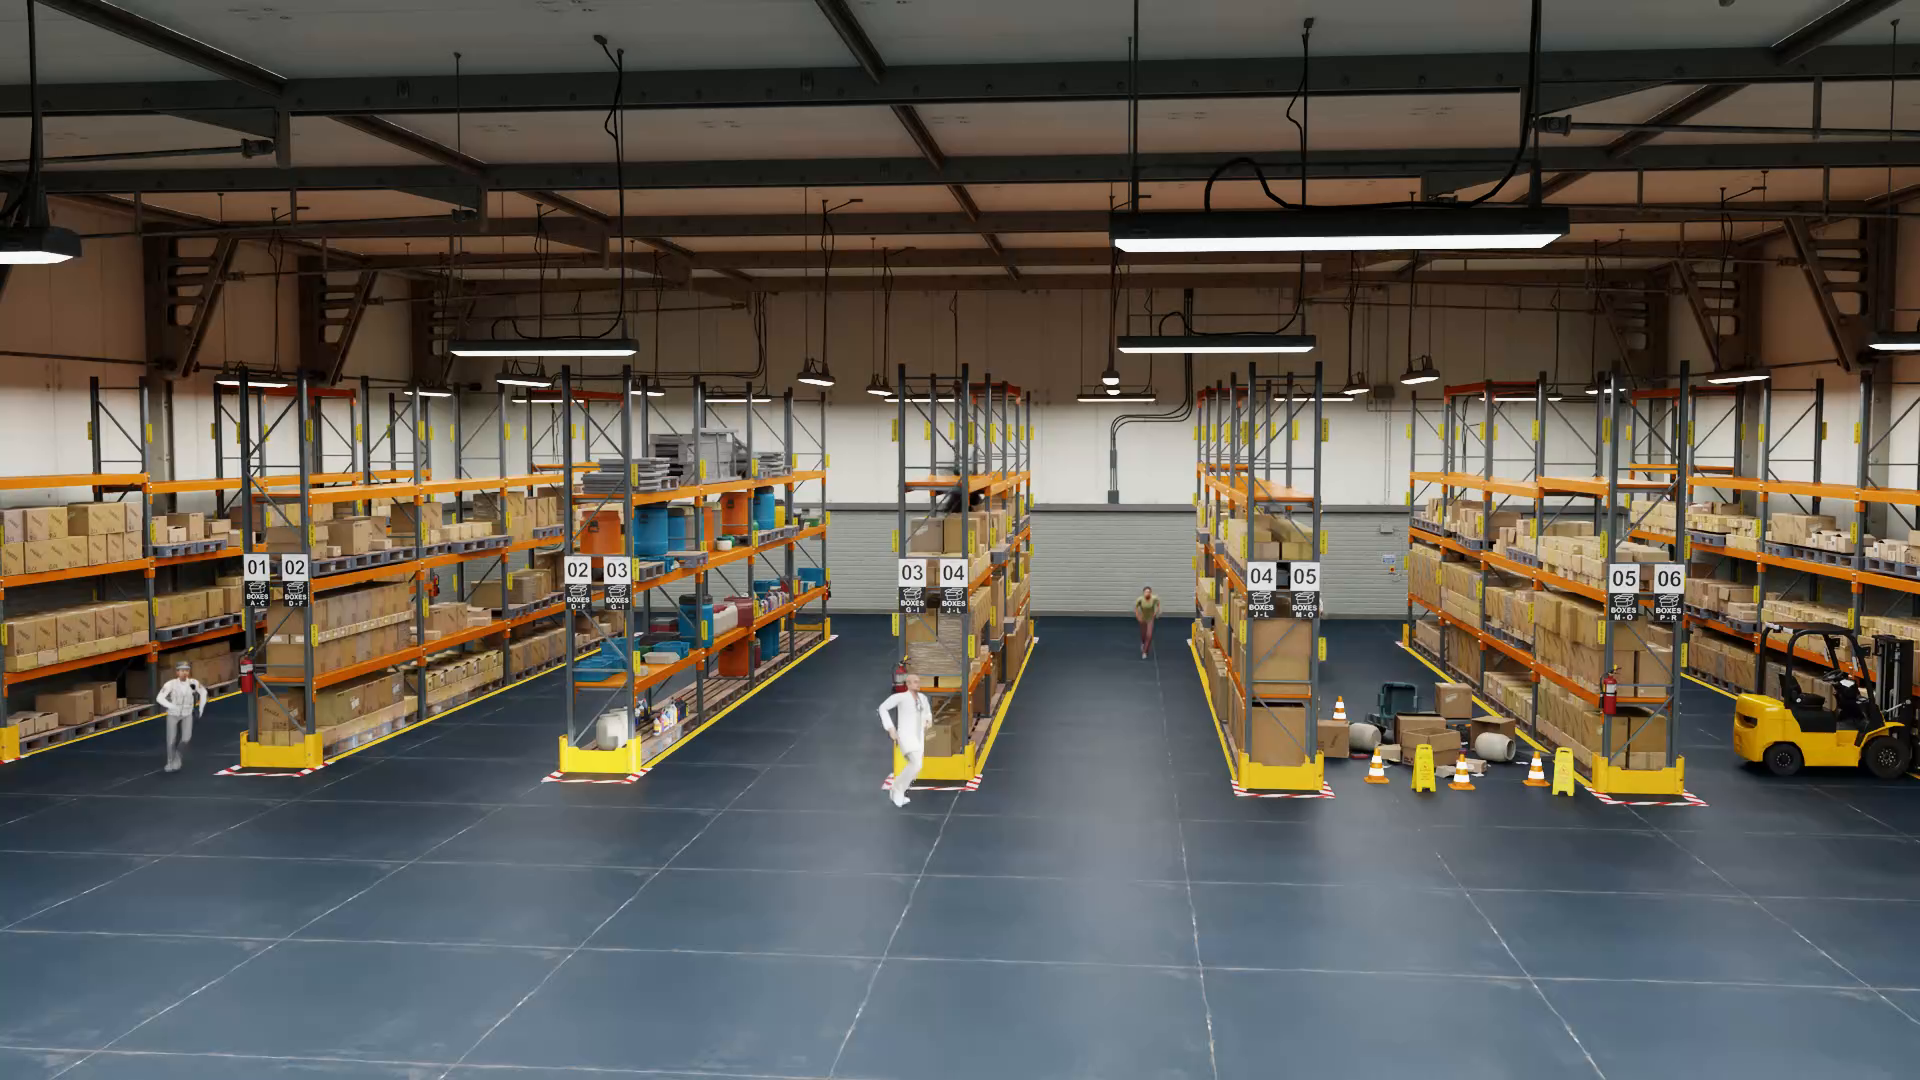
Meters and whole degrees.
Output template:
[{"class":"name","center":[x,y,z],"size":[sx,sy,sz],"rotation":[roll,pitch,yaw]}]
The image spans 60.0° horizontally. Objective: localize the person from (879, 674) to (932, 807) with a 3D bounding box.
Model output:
[{"class":"person","center":[-0.658,2.687,22.442],"size":[0.625,1.743,0.722],"rotation":[3,5,39]}]

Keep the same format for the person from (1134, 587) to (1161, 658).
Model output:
[{"class":"person","center":[4.189,1.829,37.380],"size":[0.554,1.626,0.850],"rotation":[0,4,0]}]

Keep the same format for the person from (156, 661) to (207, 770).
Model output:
[{"class":"person","center":[-11.506,2.599,24.620],"size":[0.701,1.638,0.600],"rotation":[-2,4,-29]}]

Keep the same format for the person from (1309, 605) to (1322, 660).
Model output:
[{"class":"person","center":[7.668,1.829,36.674],"size":[0.590,1.629,0.593],"rotation":[0,4,5]}]
